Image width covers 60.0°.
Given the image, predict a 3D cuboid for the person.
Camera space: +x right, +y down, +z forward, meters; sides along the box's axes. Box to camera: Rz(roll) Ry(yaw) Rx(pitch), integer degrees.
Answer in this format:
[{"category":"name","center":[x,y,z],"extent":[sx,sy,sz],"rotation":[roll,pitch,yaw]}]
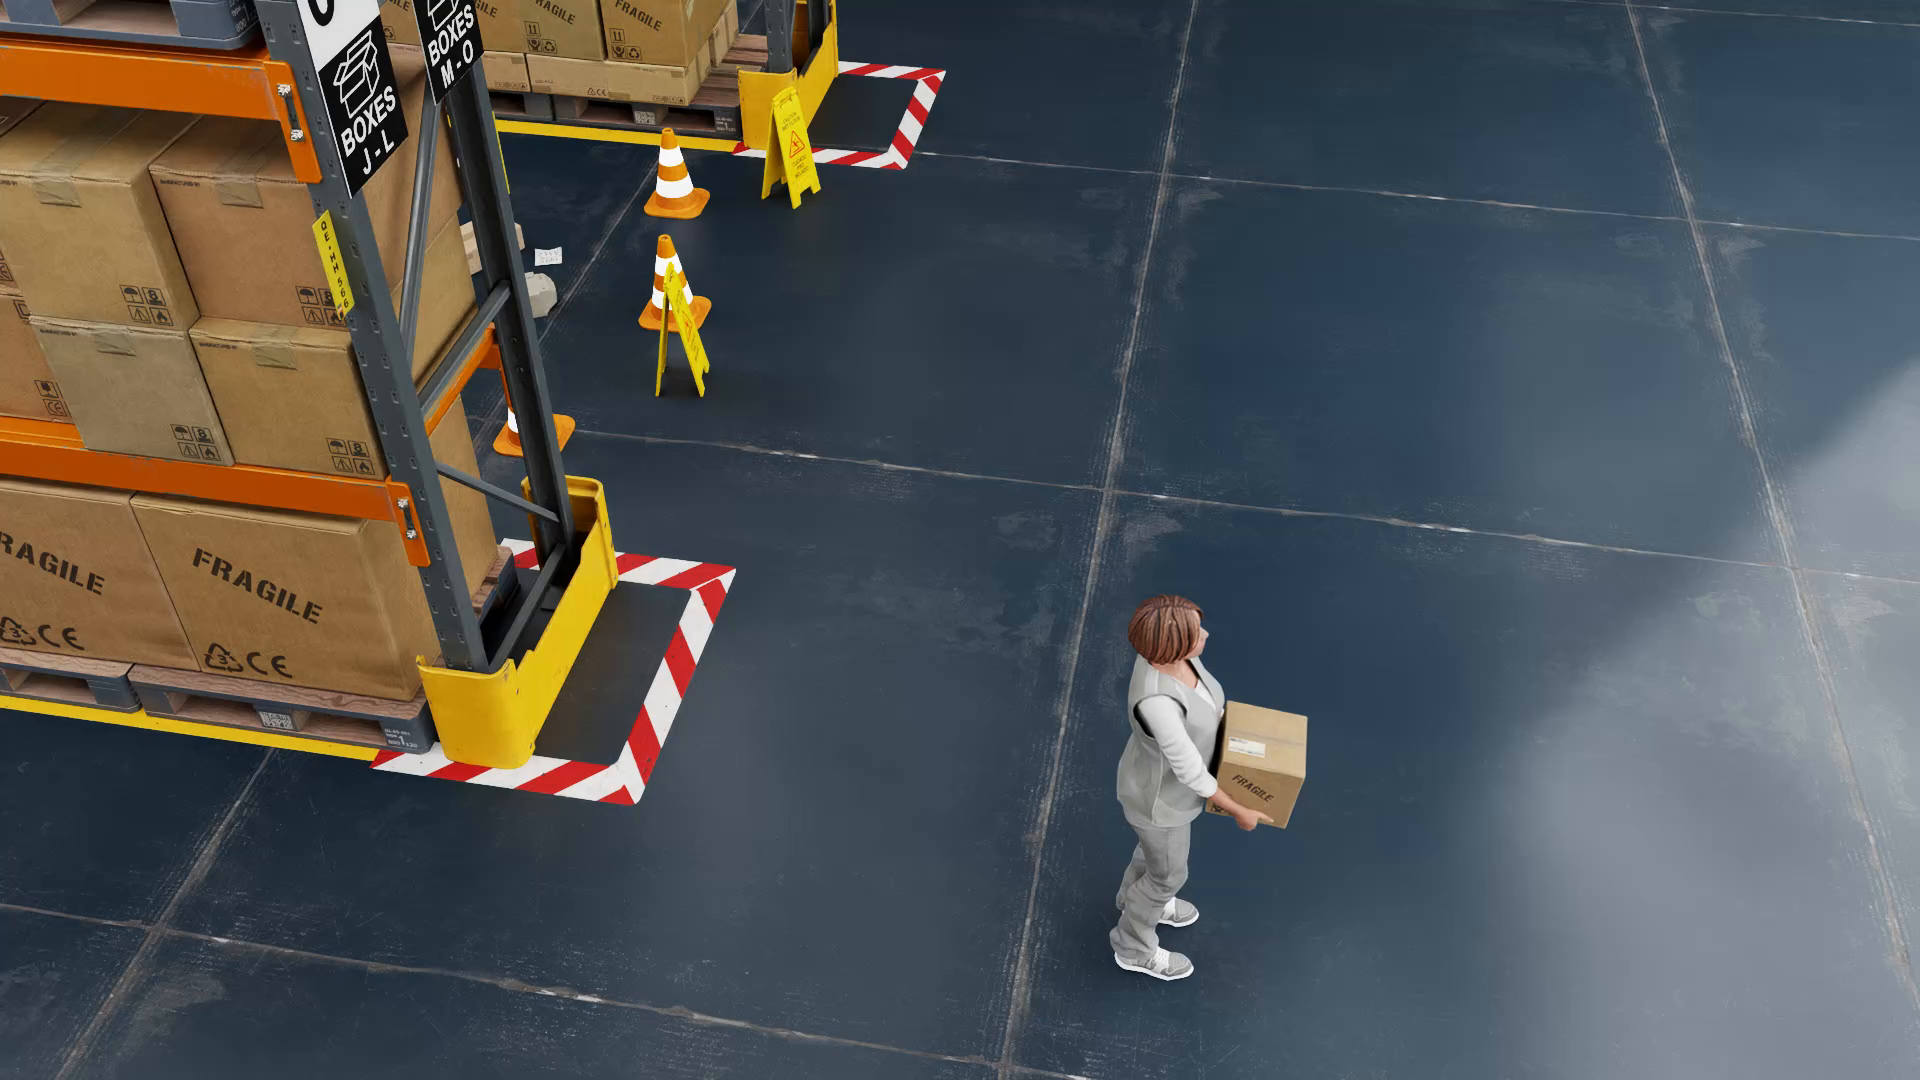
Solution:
[{"category":"person","center":[0.737,0.796,5.258],"extent":[0.497,1.588,0.406],"rotation":[7,42,8]}]
